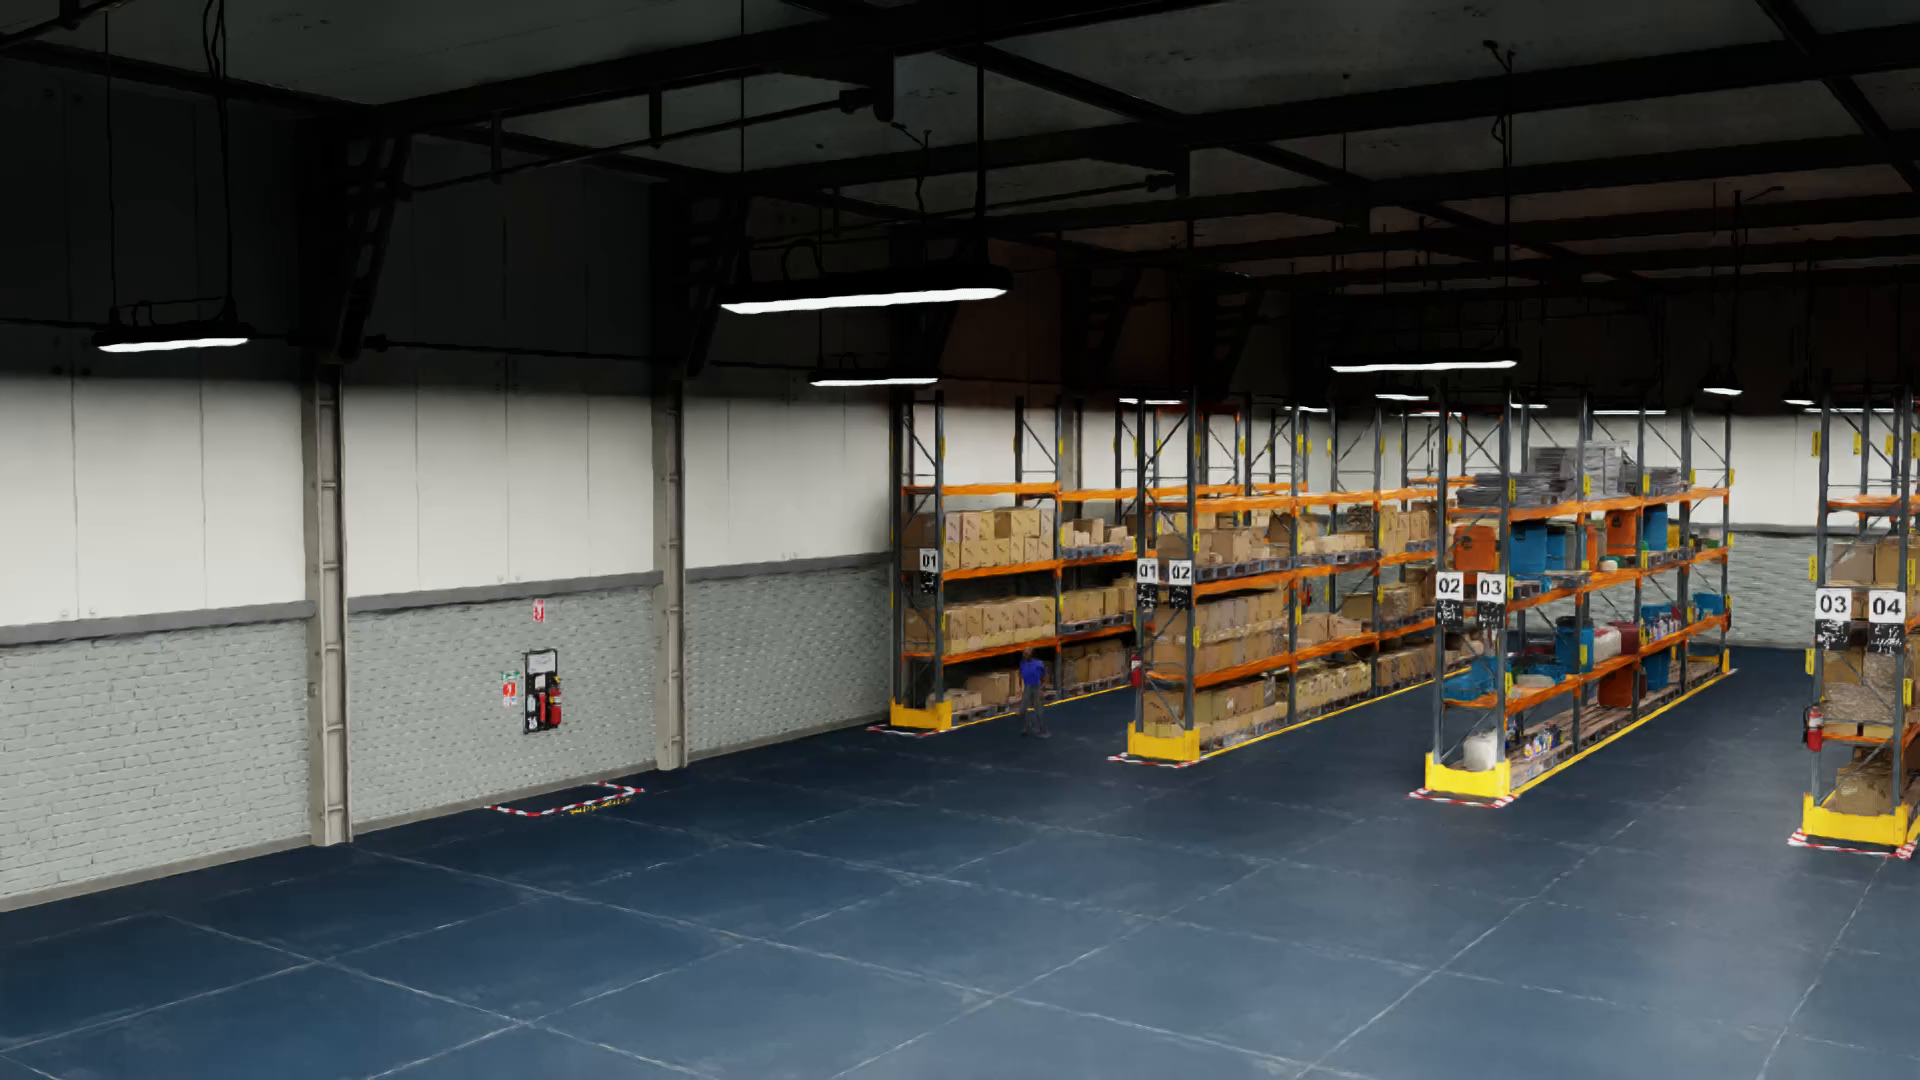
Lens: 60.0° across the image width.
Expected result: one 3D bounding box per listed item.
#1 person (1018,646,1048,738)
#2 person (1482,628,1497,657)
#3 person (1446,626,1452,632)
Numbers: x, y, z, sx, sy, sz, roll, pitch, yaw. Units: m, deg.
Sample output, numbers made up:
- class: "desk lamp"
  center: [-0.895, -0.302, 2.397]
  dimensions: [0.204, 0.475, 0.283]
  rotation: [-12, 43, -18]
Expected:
- class: "person"
  center: [1.254, 2.599, 28.586]
  dimensions: [0.592, 1.604, 0.518]
  rotation: [2, 4, 34]
- class: "person"
  center: [11.356, 2.142, 35.625]
  dimensions: [0.370, 1.679, 0.587]
  rotation: [1, 3, 21]
- class: "person"
  center: [12.530, 1.796, 42.810]
  dimensions: [0.574, 1.586, 0.452]
  rotation: [0, 3, -8]
